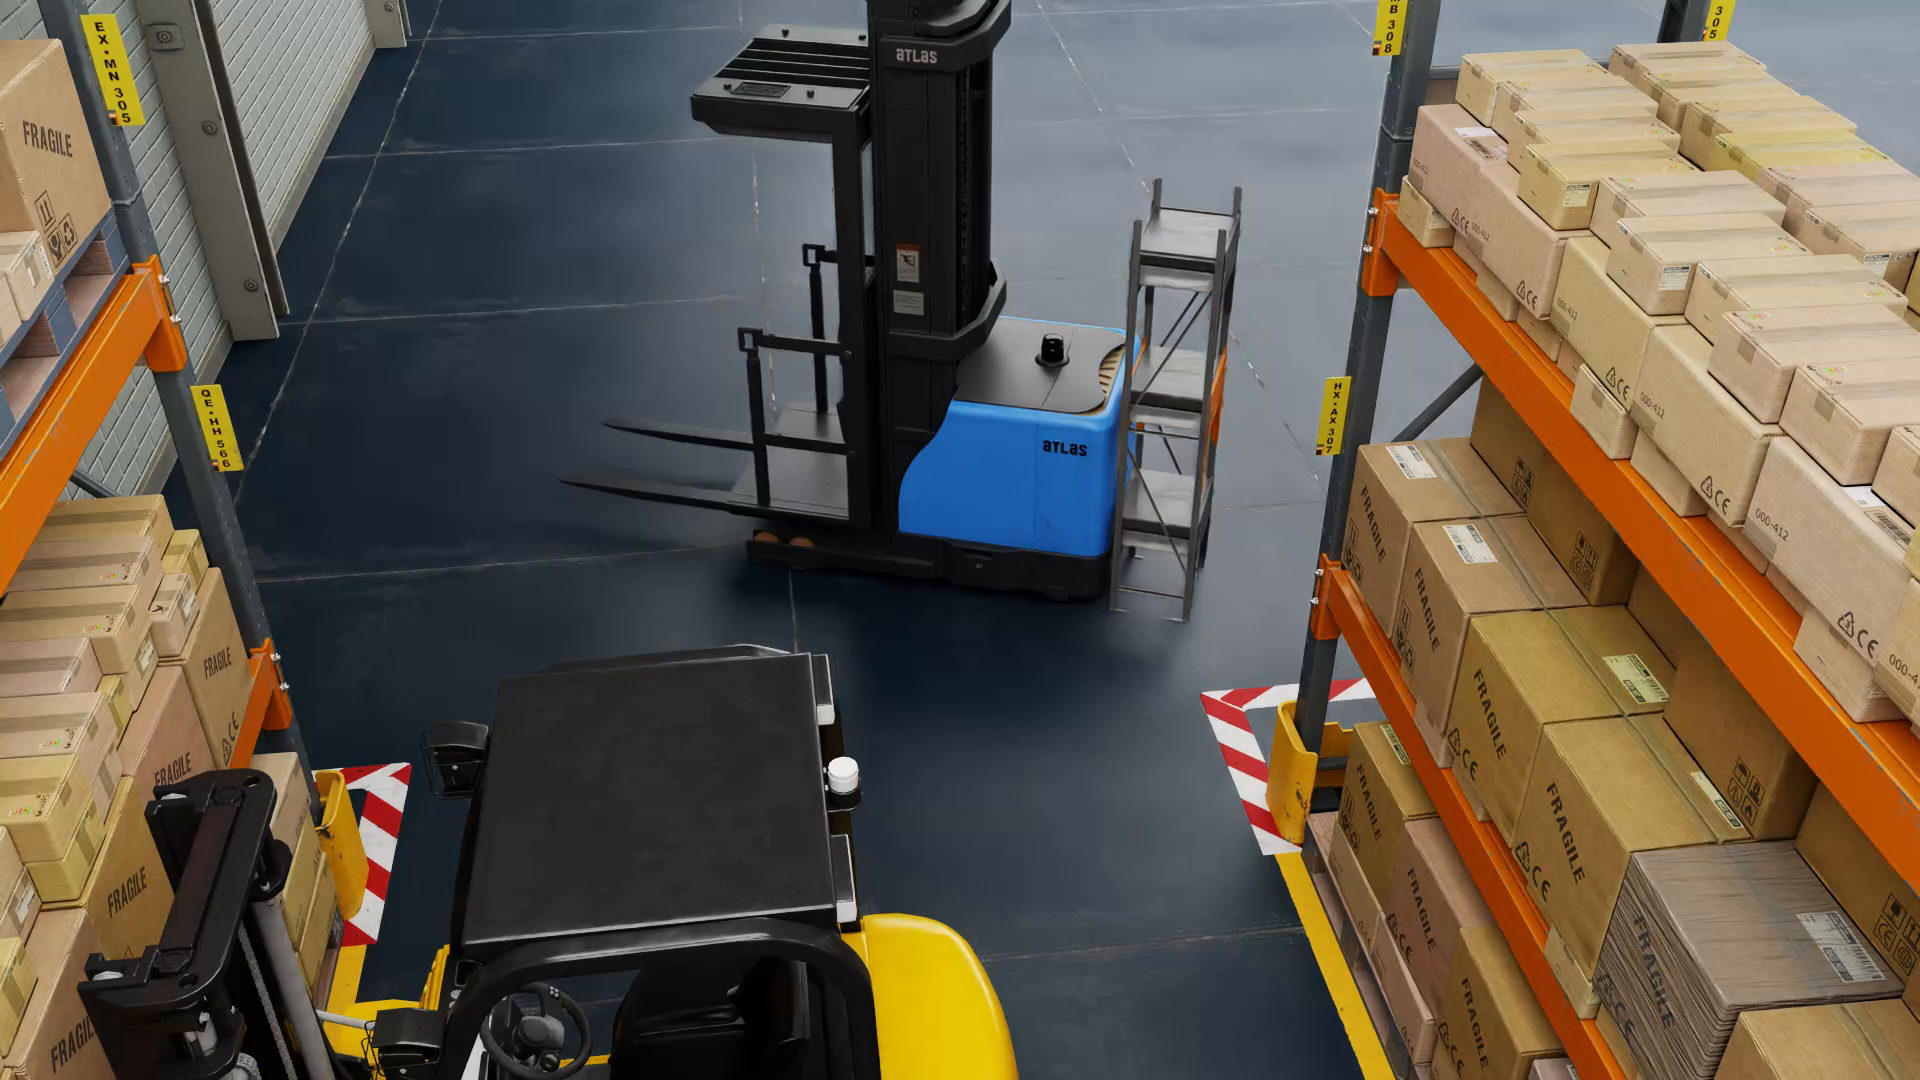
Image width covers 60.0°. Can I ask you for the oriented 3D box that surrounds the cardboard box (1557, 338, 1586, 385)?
[{"bbox_3d":[1.858,-0.489,4.492,0.380,0.149,0.250,-5,35,-8],"label":"cardboard box"}]

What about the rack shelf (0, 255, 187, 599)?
[{"bbox_3d":[-2.737,0.415,3.582,1.077,0.370,4.000,-4,35,-6],"label":"rack shelf"}]

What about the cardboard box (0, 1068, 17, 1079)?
[{"bbox_3d":[-2.425,1.593,3.789,0.500,0.500,0.500,-5,35,-7],"label":"cardboard box"}]

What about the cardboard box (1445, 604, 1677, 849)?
[{"bbox_3d":[1.843,0.557,5.045,0.500,0.500,0.500,-5,35,-7],"label":"cardboard box"}]

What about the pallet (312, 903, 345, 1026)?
[{"bbox_3d":[-2.862,1.817,6.025,1.003,0.211,1.213,-4,35,-6],"label":"pallet"}]

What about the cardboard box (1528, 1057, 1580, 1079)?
[{"bbox_3d":[1.964,1.870,4.874,0.500,0.500,0.500,-3,34,-4],"label":"cardboard box"}]

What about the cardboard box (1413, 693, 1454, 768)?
[{"bbox_3d":[1.744,0.611,5.541,0.380,0.149,0.250,-4,34,-6],"label":"cardboard box"}]

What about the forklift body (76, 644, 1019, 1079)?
[{"bbox_3d":[-0.943,1.512,4.750,2.313,2.155,1.214,-4,35,-6],"label":"forklift body"}]

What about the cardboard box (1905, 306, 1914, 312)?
[{"bbox_3d":[2.389,-0.602,4.304,0.500,0.250,0.500,-3,34,-5],"label":"cardboard box"}]

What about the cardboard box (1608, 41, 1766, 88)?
[{"bbox_3d":[2.250,-1.436,5.173,0.380,0.149,0.250,-4,34,-6],"label":"cardboard box"}]

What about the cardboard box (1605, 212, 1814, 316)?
[{"bbox_3d":[1.822,-0.676,4.059,0.380,0.149,0.250,-3,34,-5],"label":"cardboard box"}]

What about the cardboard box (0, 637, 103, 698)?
[{"bbox_3d":[-2.663,0.416,4.675,0.380,0.149,0.250,-4,34,-6],"label":"cardboard box"}]

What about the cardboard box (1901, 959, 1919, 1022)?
[{"bbox_3d":[2.558,0.969,3.552,0.700,0.500,0.500,-4,34,-6],"label":"cardboard box"}]

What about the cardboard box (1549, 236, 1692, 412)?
[{"bbox_3d":[1.868,-0.568,4.255,0.500,0.250,0.500,-3,34,-5],"label":"cardboard box"}]

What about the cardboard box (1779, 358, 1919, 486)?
[{"bbox_3d":[1.950,-0.249,3.432,0.380,0.149,0.250,-4,34,-6],"label":"cardboard box"}]

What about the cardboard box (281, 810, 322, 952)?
[{"bbox_3d":[-2.631,1.245,6.013,0.500,0.250,0.500,-5,35,-7],"label":"cardboard box"}]

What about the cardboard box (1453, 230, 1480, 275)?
[{"bbox_3d":[1.759,-0.923,5.129,0.380,0.149,0.250,-5,35,-8],"label":"cardboard box"}]

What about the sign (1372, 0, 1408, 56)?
[{"bbox_3d":[1.374,-1.697,5.265,0.100,0.325,0.005,-4,35,-6],"label":"sign"}]

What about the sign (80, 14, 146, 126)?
[{"bbox_3d":[-2.467,-1.365,4.838,0.100,0.325,0.005,-4,35,-6],"label":"sign"}]

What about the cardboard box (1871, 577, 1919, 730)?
[{"bbox_3d":[2.055,0.287,3.000,0.500,0.250,0.500,-5,35,-7],"label":"cardboard box"}]

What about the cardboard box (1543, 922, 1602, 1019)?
[{"bbox_3d":[1.889,1.190,4.692,0.380,0.149,0.250,-4,34,-6],"label":"cardboard box"}]

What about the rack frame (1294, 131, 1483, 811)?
[{"bbox_3d":[1.912,-0.137,6.416,1.000,3.000,0.127,-4,35,-6],"label":"rack frame"}]

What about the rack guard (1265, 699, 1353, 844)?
[{"bbox_3d":[1.922,0.938,7.058,1.175,0.500,0.348,-4,35,-6],"label":"rack guard"}]

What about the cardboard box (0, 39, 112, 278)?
[{"bbox_3d":[-2.705,-1.026,4.507,0.500,0.500,0.500,-3,34,-5],"label":"cardboard box"}]

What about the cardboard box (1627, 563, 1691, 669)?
[{"bbox_3d":[2.428,0.114,4.807,0.700,0.500,0.500,-5,35,-7],"label":"cardboard box"}]

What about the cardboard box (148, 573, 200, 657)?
[{"bbox_3d":[-2.618,0.244,5.192,0.380,0.149,0.250,-4,34,-6],"label":"cardboard box"}]

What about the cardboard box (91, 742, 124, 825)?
[{"bbox_3d":[-2.539,0.678,4.555,0.380,0.149,0.250,-5,35,-8],"label":"cardboard box"}]

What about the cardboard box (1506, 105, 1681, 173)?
[{"bbox_3d":[1.780,-1.105,4.688,0.380,0.149,0.250,-4,35,-6],"label":"cardboard box"}]

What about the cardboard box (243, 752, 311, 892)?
[{"bbox_3d":[-2.635,1.024,5.893,0.500,0.250,0.500,-3,34,-5],"label":"cardboard box"}]

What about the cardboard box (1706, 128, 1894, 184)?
[{"bbox_3d":[2.282,-1.003,4.538,0.380,0.149,0.250,-4,34,-6],"label":"cardboard box"}]

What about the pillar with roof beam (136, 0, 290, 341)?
[{"bbox_3d":[-0.347,-5.455,8.893,9.100,9.000,0.400,-4,35,-6],"label":"pillar with roof beam"}]

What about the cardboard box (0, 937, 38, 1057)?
[{"bbox_3d":[-2.439,1.102,3.934,0.380,0.149,0.250,-5,35,-7],"label":"cardboard box"}]

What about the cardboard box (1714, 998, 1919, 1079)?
[{"bbox_3d":[2.068,1.415,3.786,0.500,0.500,0.500,-3,34,-5],"label":"cardboard box"}]

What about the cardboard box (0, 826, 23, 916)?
[{"bbox_3d":[-2.537,0.848,4.041,0.380,0.149,0.250,-4,34,-6],"label":"cardboard box"}]

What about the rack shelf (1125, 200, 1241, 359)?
[{"bbox_3d":[1.012,-1.183,7.532,0.431,0.518,0.480,9,35,13],"label":"rack shelf"}]

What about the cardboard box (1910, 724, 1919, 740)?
[{"bbox_3d":[2.113,0.373,3.227,0.380,0.149,0.250,-5,35,-8],"label":"cardboard box"}]

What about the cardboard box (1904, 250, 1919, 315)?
[{"bbox_3d":[2.489,-0.583,3.921,0.380,0.149,0.250,-4,34,-5],"label":"cardboard box"}]

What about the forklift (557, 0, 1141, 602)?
[{"bbox_3d":[-0.628,-1.337,8.238,3.031,2.935,1.130,8,35,11],"label":"forklift"}]

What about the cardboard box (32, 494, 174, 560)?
[{"bbox_3d":[-2.749,-0.007,5.297,0.380,0.149,0.250,-4,35,-6],"label":"cardboard box"}]

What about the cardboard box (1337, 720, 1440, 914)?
[{"bbox_3d":[1.750,1.000,6.150,0.500,0.500,0.500,-5,35,-8],"label":"cardboard box"}]

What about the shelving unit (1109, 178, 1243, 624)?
[{"bbox_3d":[1.012,-0.616,7.918,0.431,2.100,0.503,9,35,13],"label":"shelving unit"}]

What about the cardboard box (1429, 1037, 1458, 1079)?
[{"bbox_3d":[1.893,1.886,5.517,0.500,0.250,0.500,-2,34,-3],"label":"cardboard box"}]

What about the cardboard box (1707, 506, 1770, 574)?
[{"bbox_3d":[1.992,-0.063,3.868,0.380,0.149,0.250,-5,35,-7],"label":"cardboard box"}]

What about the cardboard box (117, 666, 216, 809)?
[{"bbox_3d":[-2.619,0.745,5.034,0.500,0.500,0.500,-3,34,-5],"label":"cardboard box"}]
